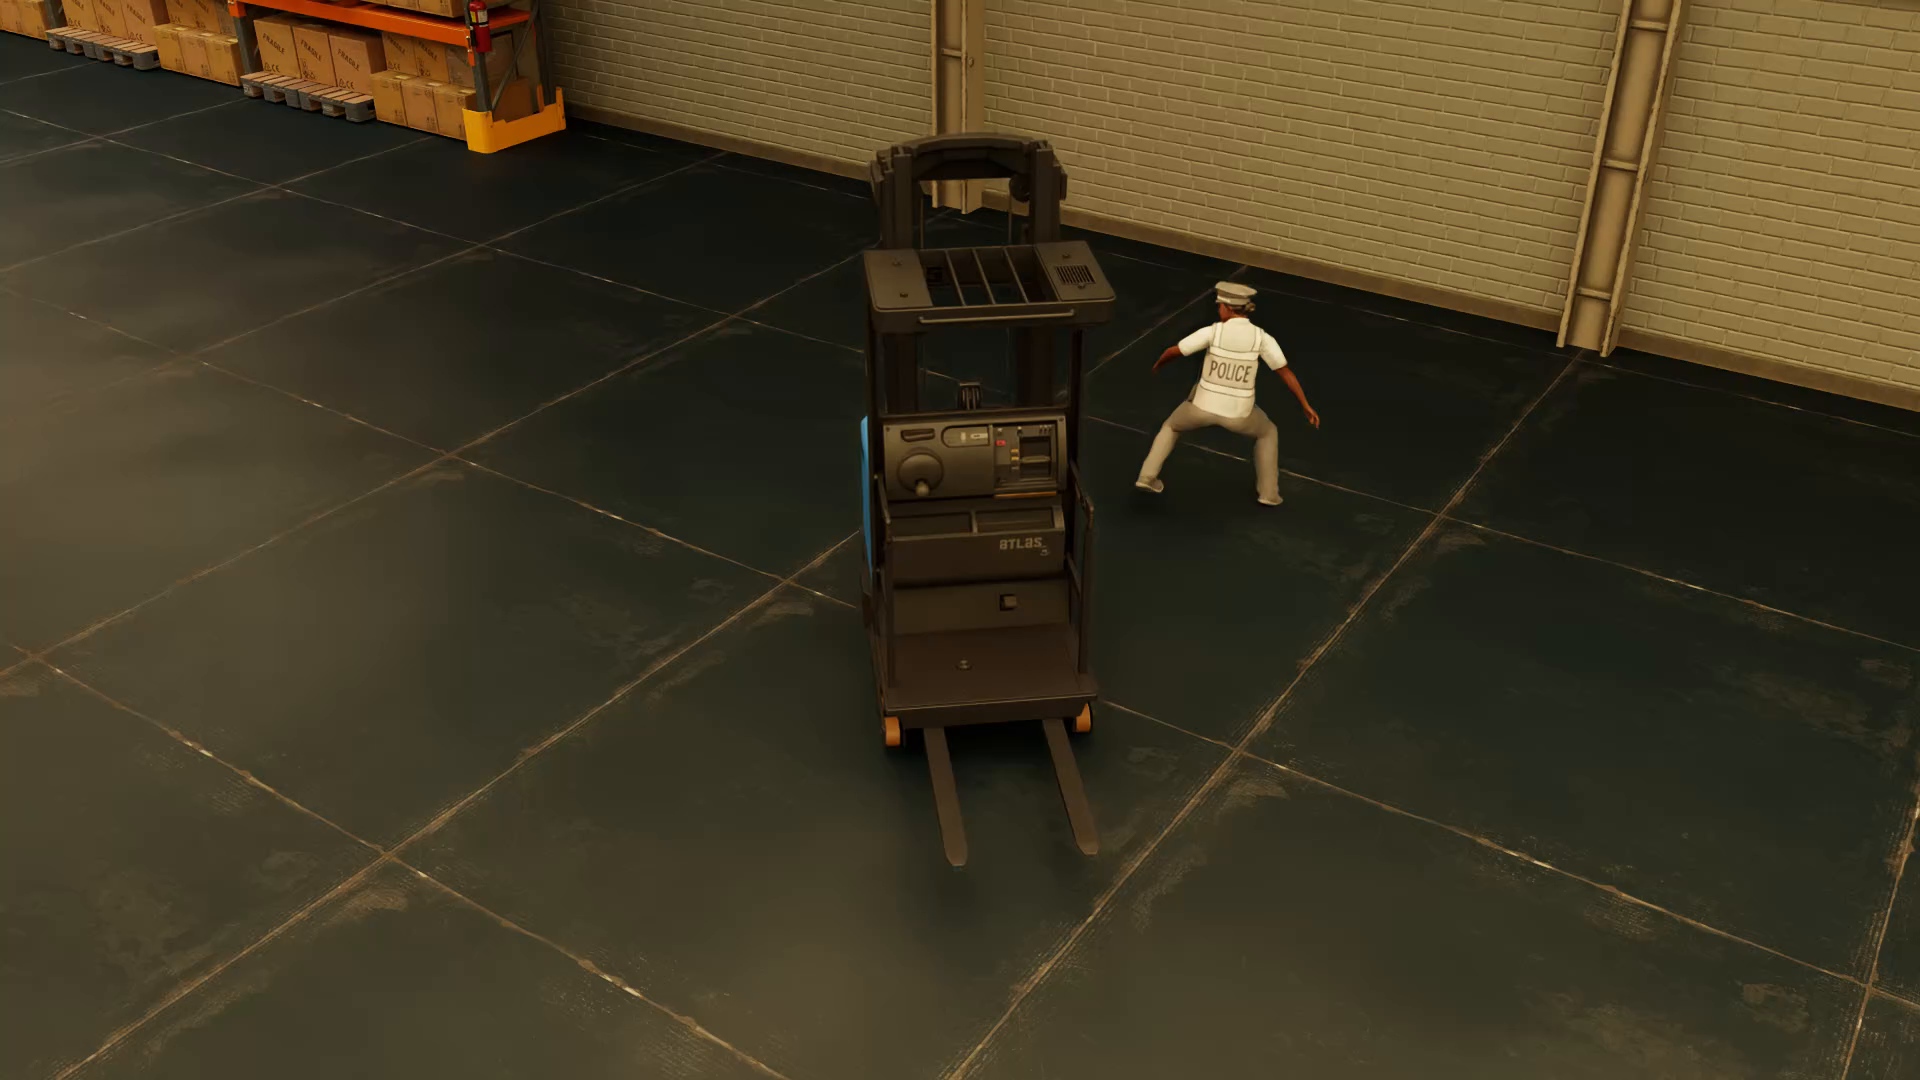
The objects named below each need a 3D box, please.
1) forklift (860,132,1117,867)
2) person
[{"bbox_3d":[0.108,-0.375,8.228,1.130,2.935,3.031,-4,30,-6],"label":"forklift"},{"bbox_3d":[1.717,-0.853,10.548,1.112,1.569,0.500,6,31,11],"label":"person"}]
